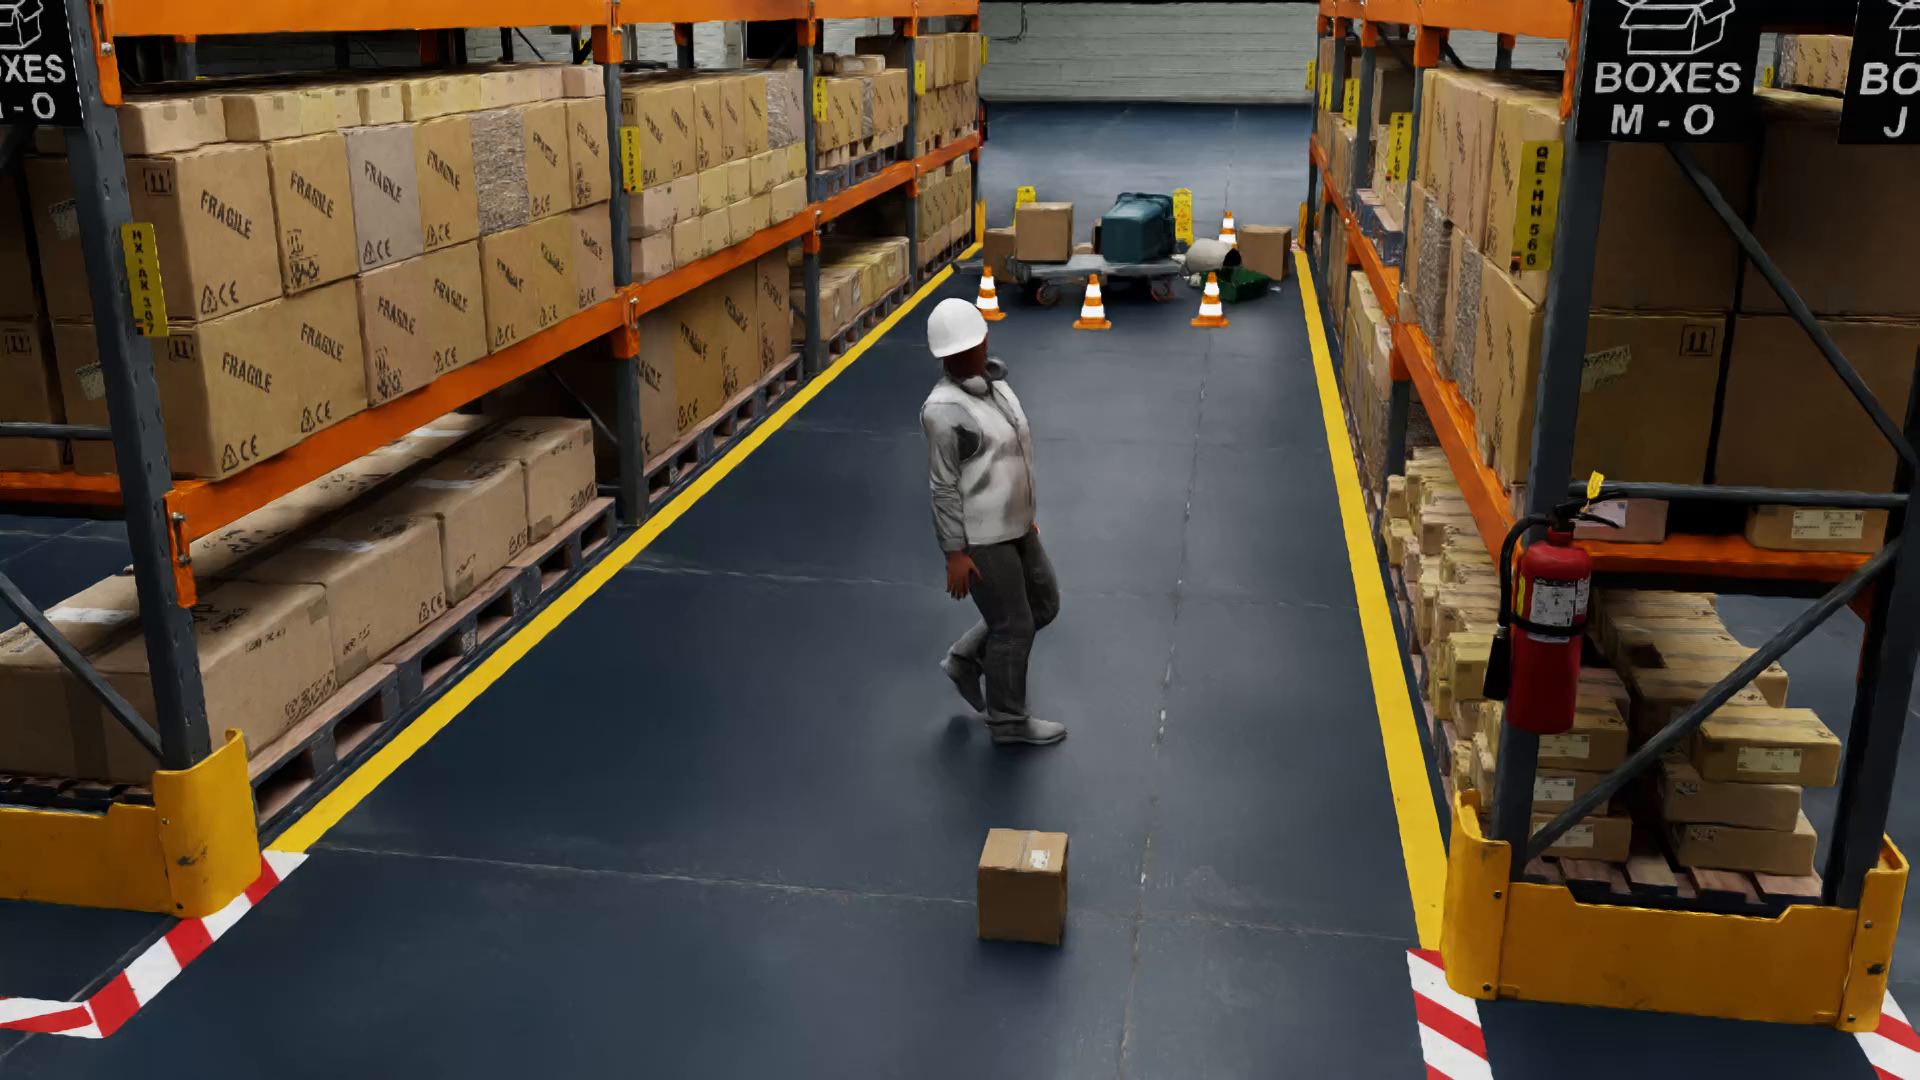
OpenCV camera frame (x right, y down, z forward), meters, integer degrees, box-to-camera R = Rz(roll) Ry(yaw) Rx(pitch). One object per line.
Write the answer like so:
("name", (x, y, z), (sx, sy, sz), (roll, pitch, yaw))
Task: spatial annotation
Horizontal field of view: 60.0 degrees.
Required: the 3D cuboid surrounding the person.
("person", (0.131, -0.036, 6.174), (0.525, 1.748, 0.587), (4, 18, 13))
